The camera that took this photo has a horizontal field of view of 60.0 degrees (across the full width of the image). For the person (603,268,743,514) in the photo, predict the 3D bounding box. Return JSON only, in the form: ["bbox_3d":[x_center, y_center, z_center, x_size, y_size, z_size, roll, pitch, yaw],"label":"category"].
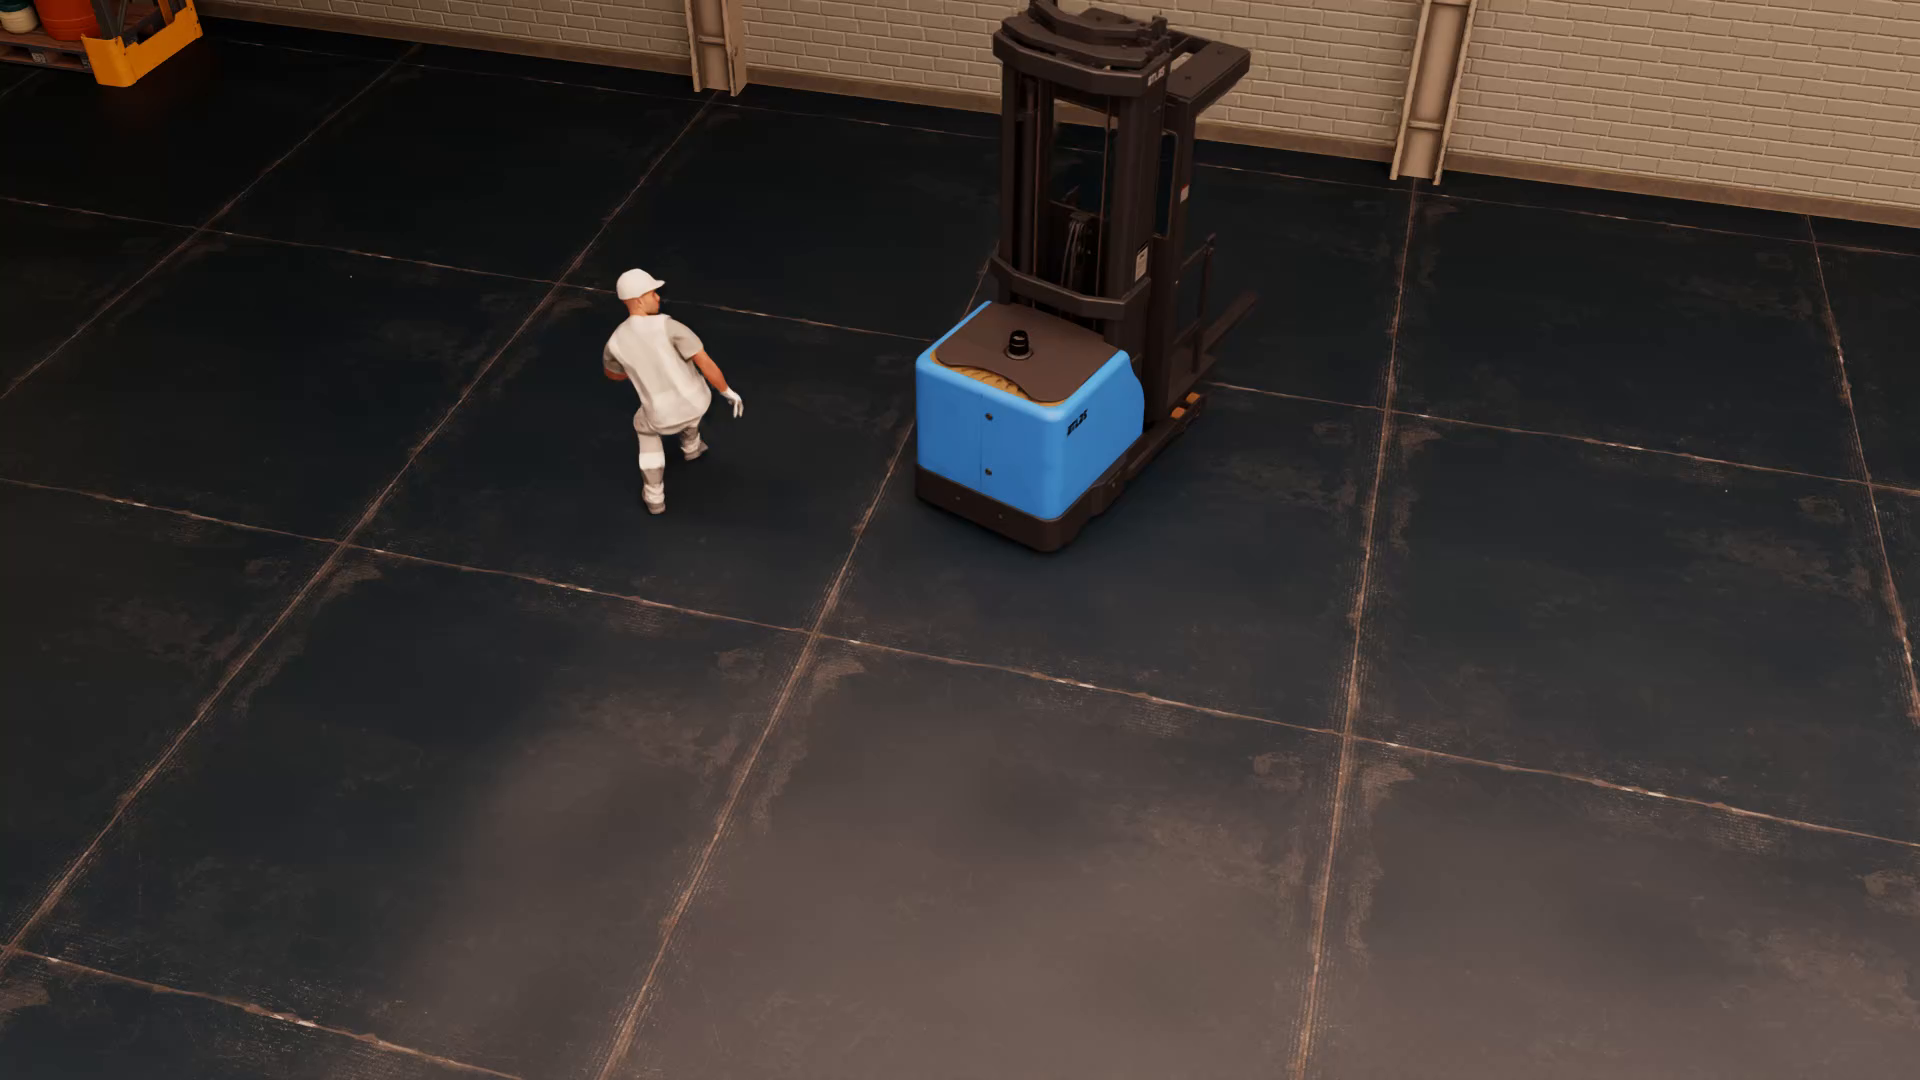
[{"bbox_3d":[-1.724,-0.936,9.992,0.781,1.561,0.772,-7,42,-8],"label":"person"}]

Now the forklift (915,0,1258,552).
[{"bbox_3d":[0.970,-1.969,10.107,1.130,2.935,3.031,24,47,25],"label":"forklift"}]
